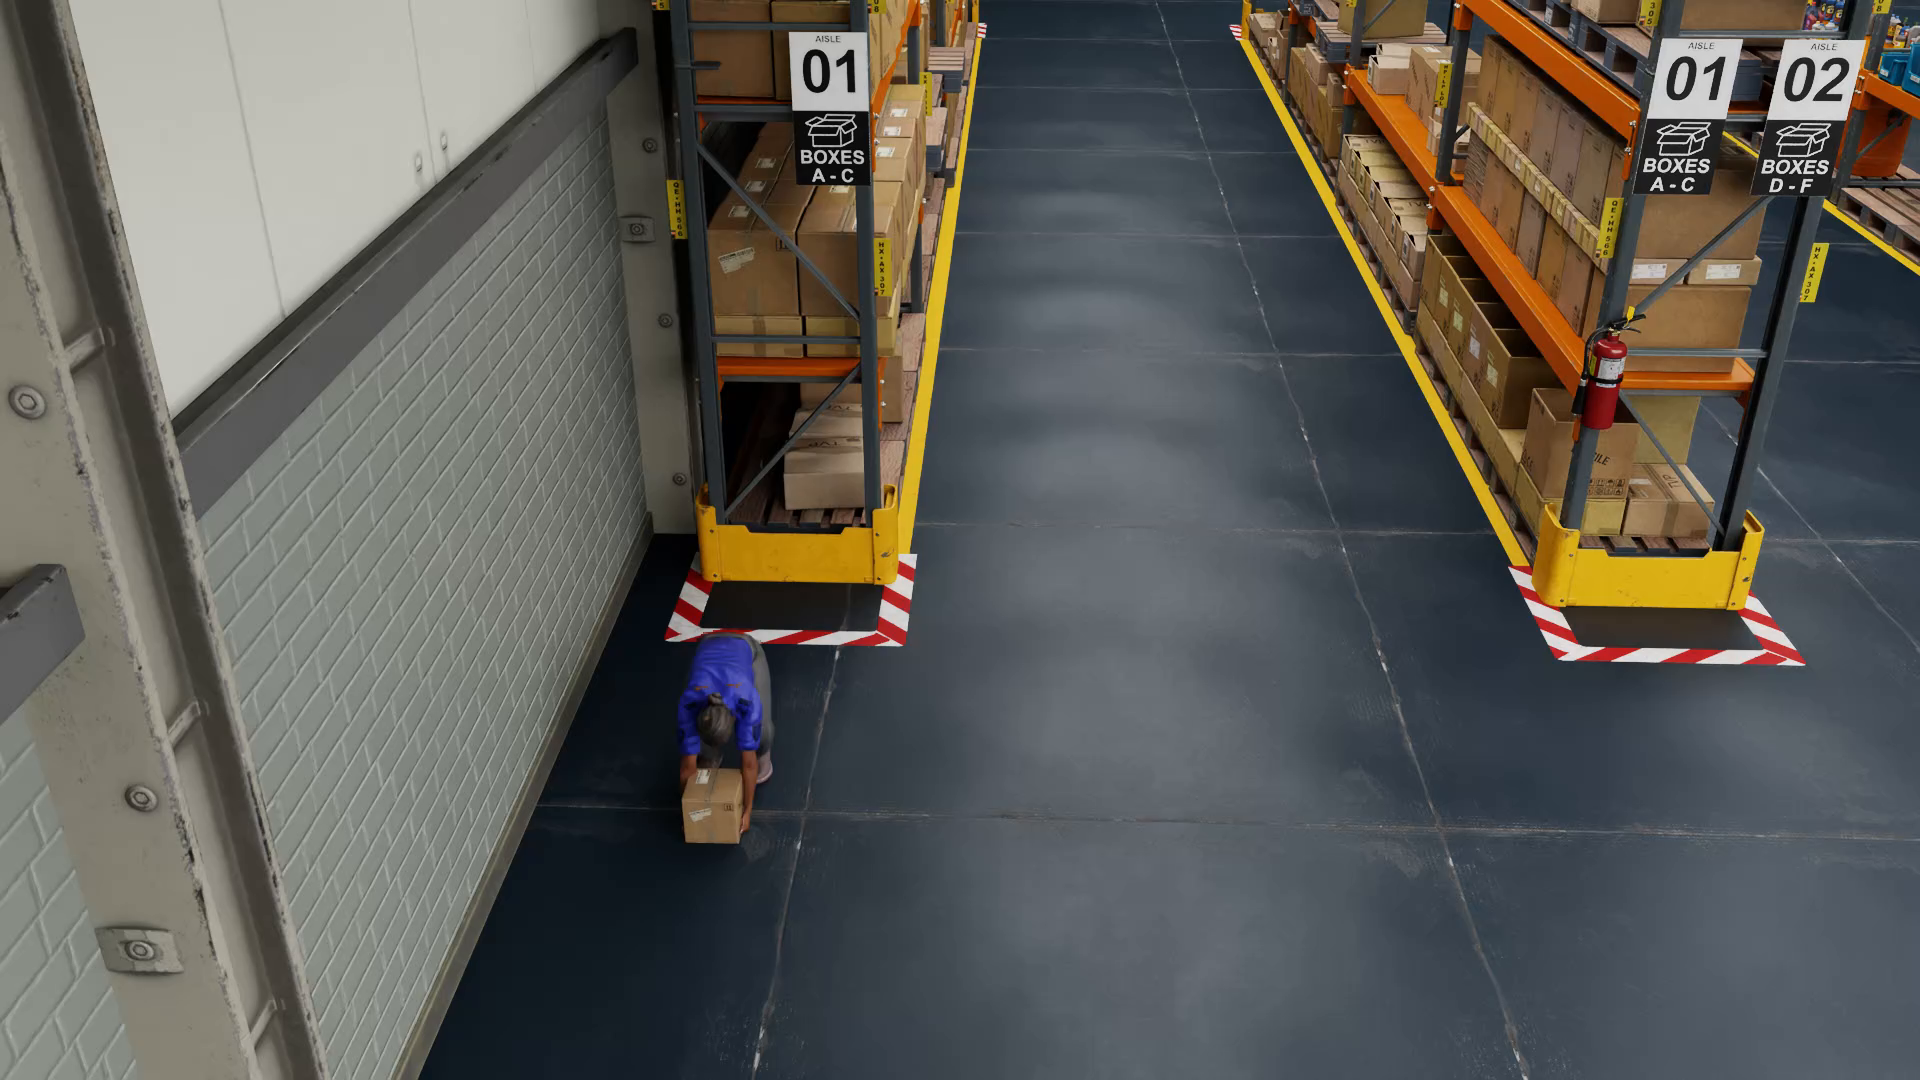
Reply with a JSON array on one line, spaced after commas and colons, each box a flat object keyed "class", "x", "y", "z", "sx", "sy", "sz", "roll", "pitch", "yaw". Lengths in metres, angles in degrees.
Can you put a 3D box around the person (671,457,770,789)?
[{"class": "person", "x": -1.125, "y": 0.427, "z": 7.840, "sx": 0.451, "sy": 1.648, "sz": 0.522, "roll": 2, "pitch": 28, "yaw": 3}]
